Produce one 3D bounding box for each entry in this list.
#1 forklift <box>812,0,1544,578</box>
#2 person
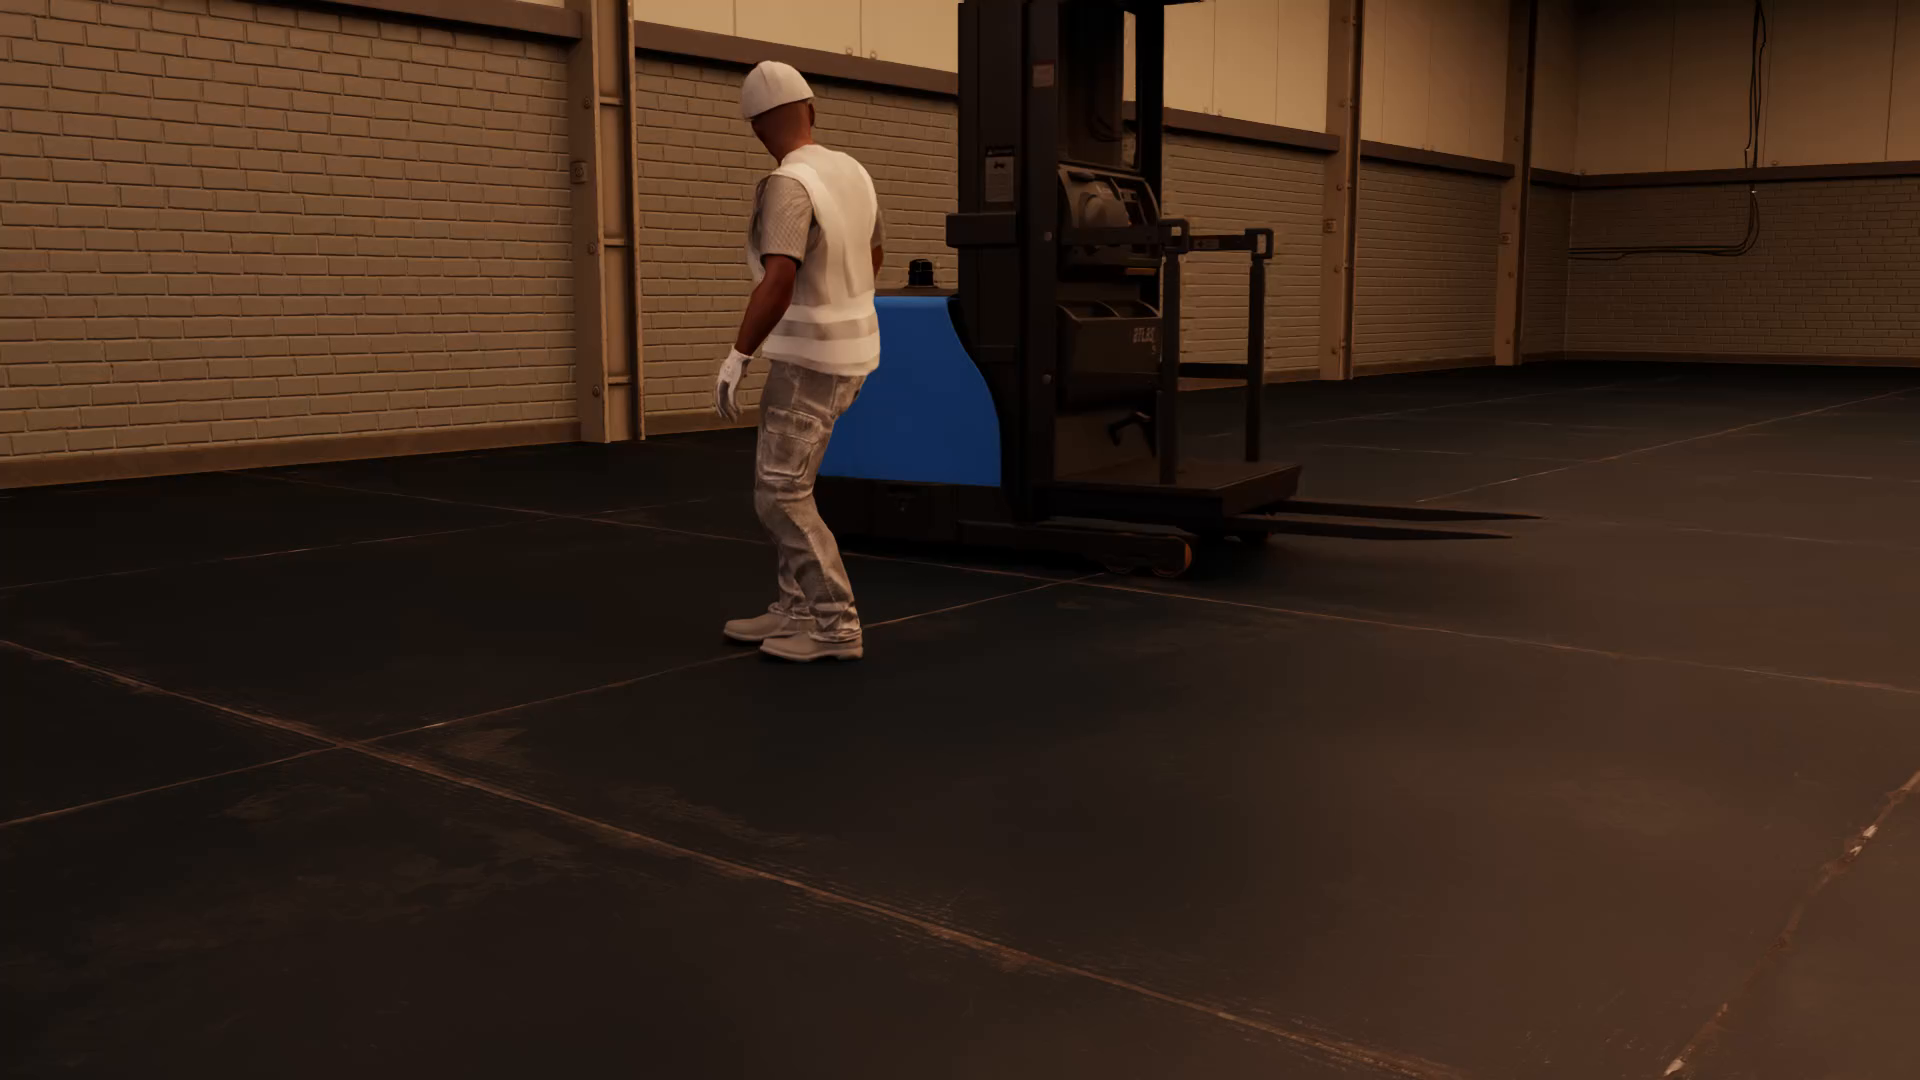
[{"bbox_3d":[0.805,-1.390,6.782,3.031,2.935,1.130,5,9,29],"label":"forklift"},{"bbox_3d":[-0.512,-0.517,4.926,0.515,1.746,0.763,1,8,9],"label":"person"}]
